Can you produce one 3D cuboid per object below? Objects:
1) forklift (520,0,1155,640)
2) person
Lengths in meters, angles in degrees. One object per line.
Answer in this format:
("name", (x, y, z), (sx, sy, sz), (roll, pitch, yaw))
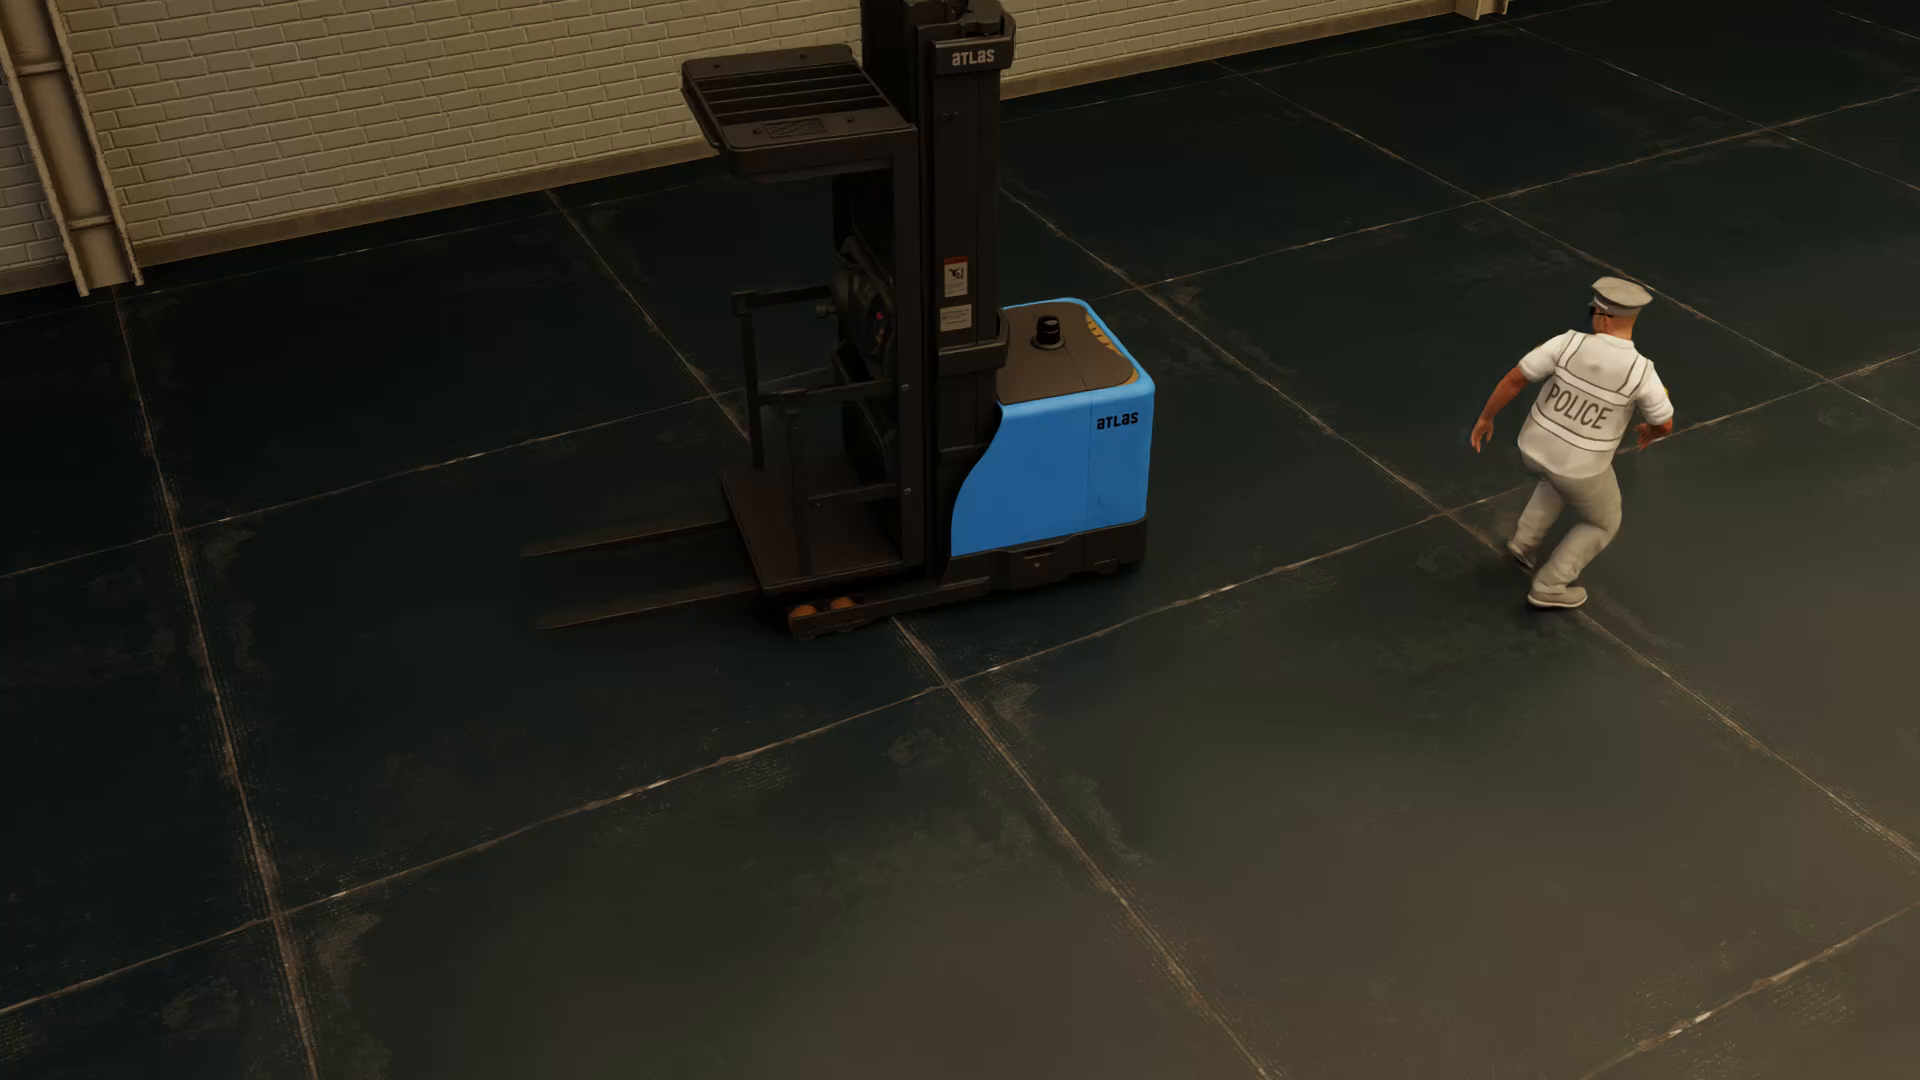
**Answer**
("forklift", (-0.633, -1.059, 7.621), (3.031, 2.935, 1.130), (-11, 37, -15))
("person", (2.910, -0.426, 7.853), (0.732, 1.711, 0.723), (-23, 41, -29))
